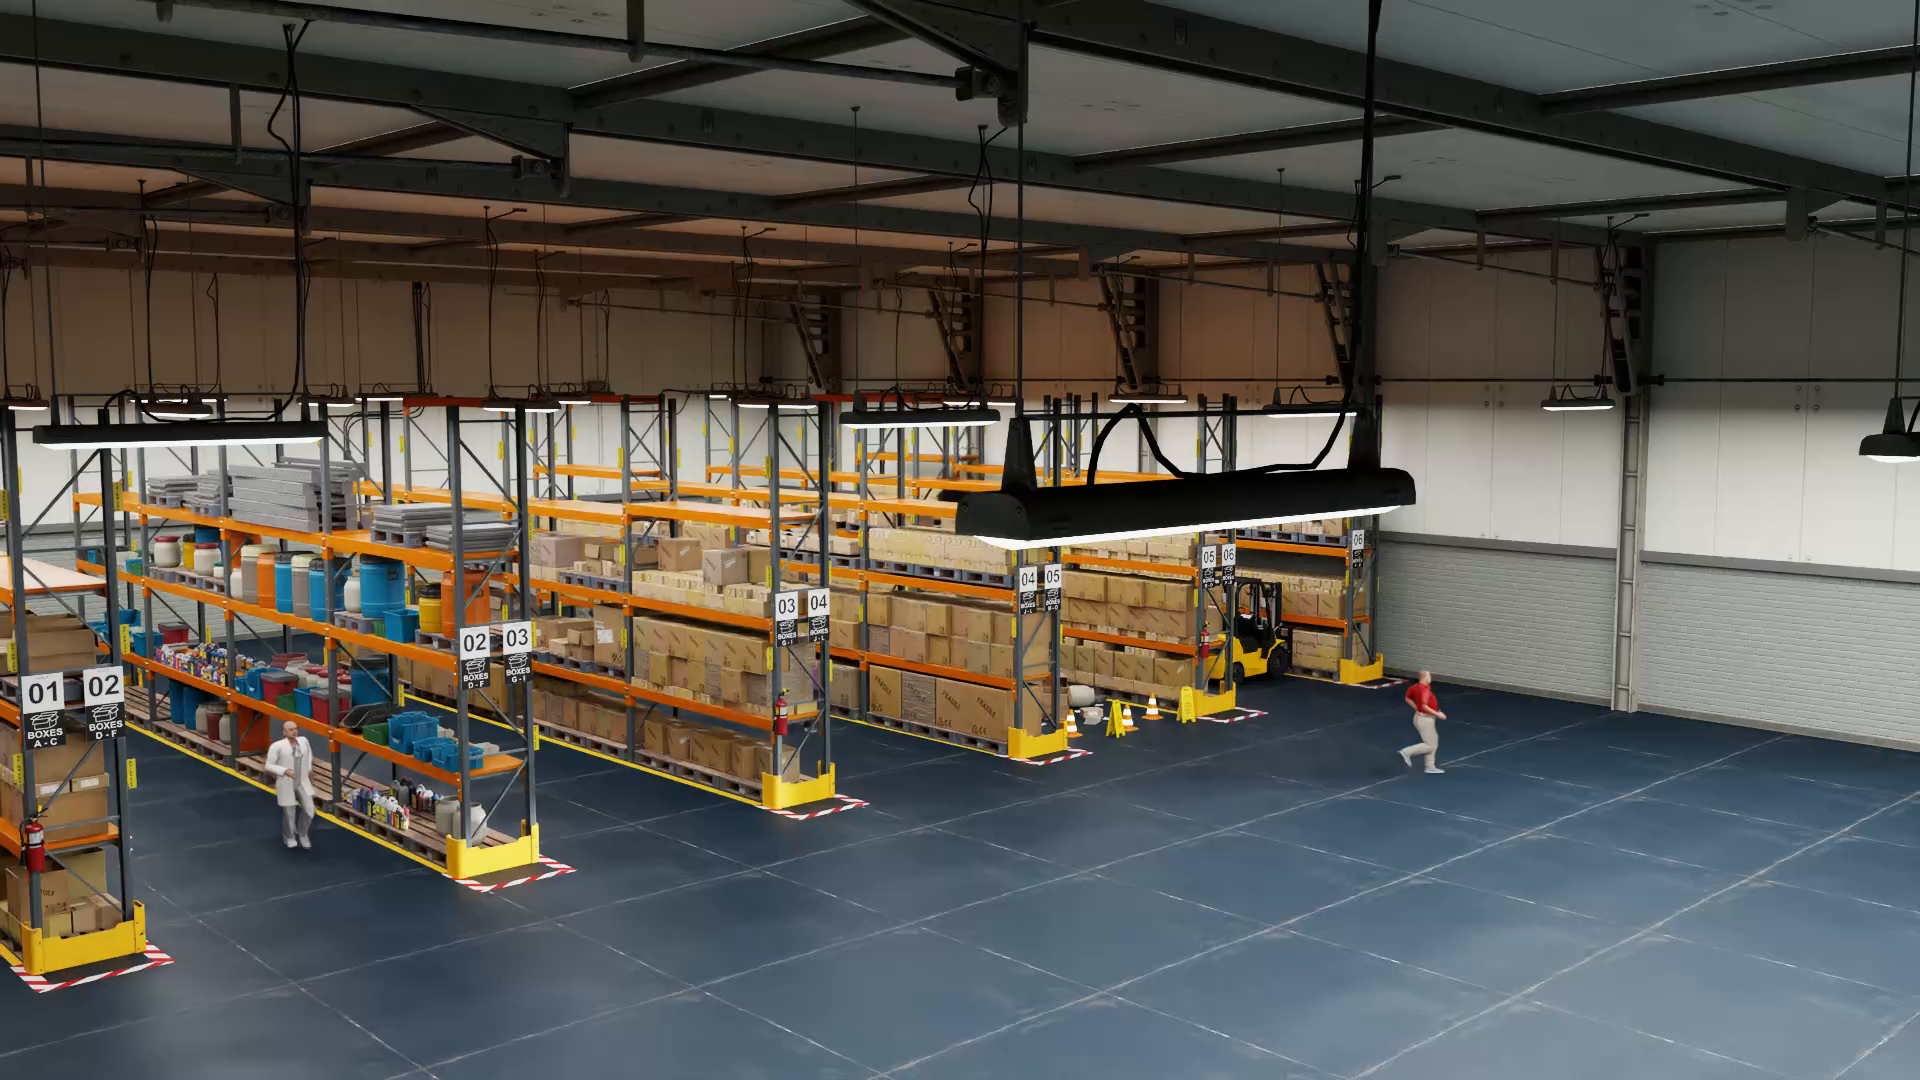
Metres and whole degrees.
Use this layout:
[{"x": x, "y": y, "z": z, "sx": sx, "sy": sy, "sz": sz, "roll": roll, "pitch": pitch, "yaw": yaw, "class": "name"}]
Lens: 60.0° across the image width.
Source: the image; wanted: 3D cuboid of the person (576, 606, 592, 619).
[{"x": -9.340, "y": 1.493, "z": 41.097, "sx": 0.673, "sy": 1.797, "sz": 0.685, "roll": 1, "pitch": 6, "yaw": 7, "class": "person"}]

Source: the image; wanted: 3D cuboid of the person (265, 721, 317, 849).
[{"x": -8.936, "y": 3.305, "z": 22.297, "sx": 0.699, "sy": 1.775, "sz": 0.734, "roll": -5, "pitch": 7, "yaw": -42, "class": "person"}]

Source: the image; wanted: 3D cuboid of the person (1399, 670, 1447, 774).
[{"x": 7.402, "y": 2.918, "z": 26.649, "sx": 0.784, "sy": 1.696, "sz": 0.662, "roll": 0, "pitch": 6, "yaw": -5, "class": "person"}]

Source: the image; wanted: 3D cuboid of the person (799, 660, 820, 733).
[{"x": -2.684, "y": 2.681, "z": 29.845, "sx": 0.544, "sy": 1.555, "sz": 0.536, "roll": 3, "pitch": 7, "yaw": 32, "class": "person"}]
